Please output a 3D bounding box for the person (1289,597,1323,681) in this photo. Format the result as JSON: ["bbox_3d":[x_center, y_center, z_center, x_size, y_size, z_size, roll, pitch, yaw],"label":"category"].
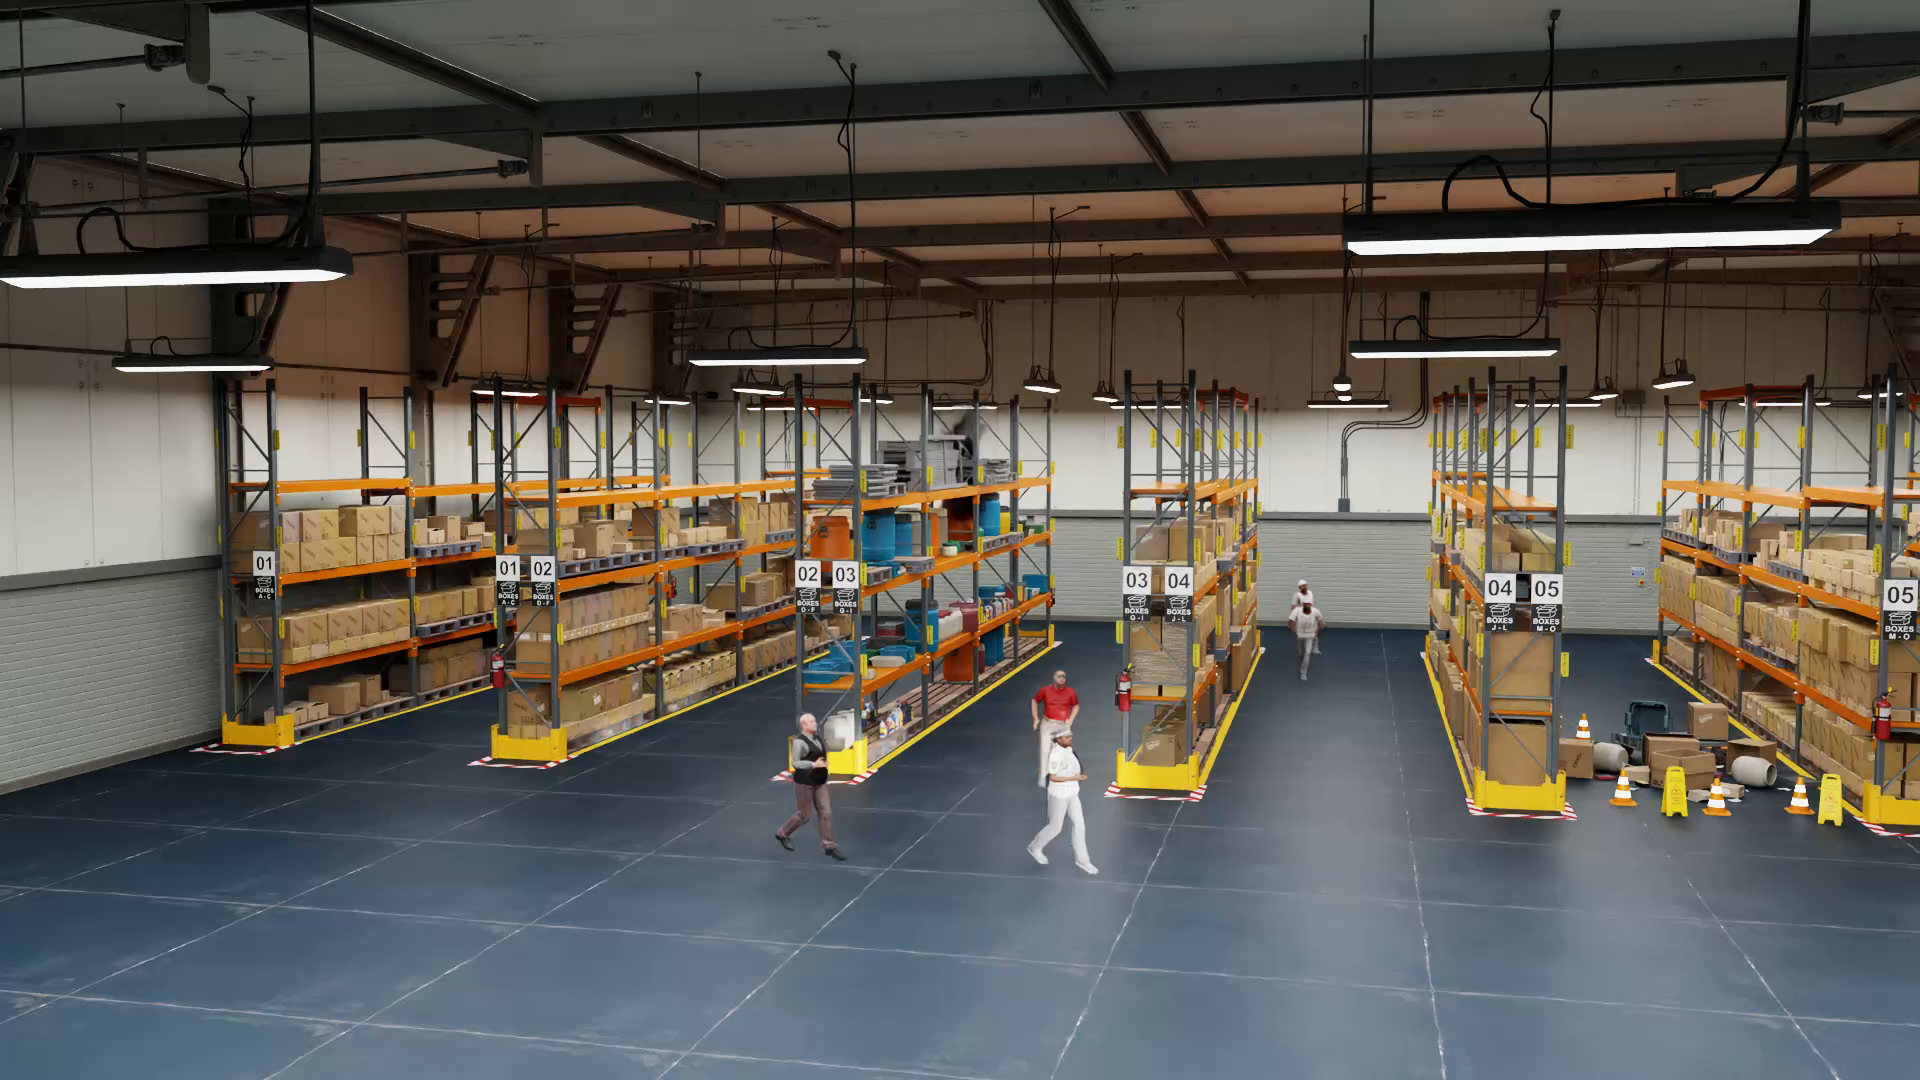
[{"bbox_3d":[7.290,2.047,35.102,0.699,1.753,1.031,1,4,14],"label":"person"}]

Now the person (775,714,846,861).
[{"bbox_3d":[-1.789,2.927,19.824,0.950,1.724,0.657,2,4,33],"label":"person"}]

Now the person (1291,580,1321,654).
[{"bbox_3d":[8.117,1.801,39.059,0.711,1.733,0.686,-1,4,-21],"label":"person"}]

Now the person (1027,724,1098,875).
[{"bbox_3d":[1.200,2.980,19.263,0.844,1.719,0.574,2,4,35],"label":"person"}]

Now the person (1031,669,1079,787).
[{"bbox_3d":[1.388,2.734,24.302,0.701,1.703,0.638,0,3,0],"label":"person"}]
